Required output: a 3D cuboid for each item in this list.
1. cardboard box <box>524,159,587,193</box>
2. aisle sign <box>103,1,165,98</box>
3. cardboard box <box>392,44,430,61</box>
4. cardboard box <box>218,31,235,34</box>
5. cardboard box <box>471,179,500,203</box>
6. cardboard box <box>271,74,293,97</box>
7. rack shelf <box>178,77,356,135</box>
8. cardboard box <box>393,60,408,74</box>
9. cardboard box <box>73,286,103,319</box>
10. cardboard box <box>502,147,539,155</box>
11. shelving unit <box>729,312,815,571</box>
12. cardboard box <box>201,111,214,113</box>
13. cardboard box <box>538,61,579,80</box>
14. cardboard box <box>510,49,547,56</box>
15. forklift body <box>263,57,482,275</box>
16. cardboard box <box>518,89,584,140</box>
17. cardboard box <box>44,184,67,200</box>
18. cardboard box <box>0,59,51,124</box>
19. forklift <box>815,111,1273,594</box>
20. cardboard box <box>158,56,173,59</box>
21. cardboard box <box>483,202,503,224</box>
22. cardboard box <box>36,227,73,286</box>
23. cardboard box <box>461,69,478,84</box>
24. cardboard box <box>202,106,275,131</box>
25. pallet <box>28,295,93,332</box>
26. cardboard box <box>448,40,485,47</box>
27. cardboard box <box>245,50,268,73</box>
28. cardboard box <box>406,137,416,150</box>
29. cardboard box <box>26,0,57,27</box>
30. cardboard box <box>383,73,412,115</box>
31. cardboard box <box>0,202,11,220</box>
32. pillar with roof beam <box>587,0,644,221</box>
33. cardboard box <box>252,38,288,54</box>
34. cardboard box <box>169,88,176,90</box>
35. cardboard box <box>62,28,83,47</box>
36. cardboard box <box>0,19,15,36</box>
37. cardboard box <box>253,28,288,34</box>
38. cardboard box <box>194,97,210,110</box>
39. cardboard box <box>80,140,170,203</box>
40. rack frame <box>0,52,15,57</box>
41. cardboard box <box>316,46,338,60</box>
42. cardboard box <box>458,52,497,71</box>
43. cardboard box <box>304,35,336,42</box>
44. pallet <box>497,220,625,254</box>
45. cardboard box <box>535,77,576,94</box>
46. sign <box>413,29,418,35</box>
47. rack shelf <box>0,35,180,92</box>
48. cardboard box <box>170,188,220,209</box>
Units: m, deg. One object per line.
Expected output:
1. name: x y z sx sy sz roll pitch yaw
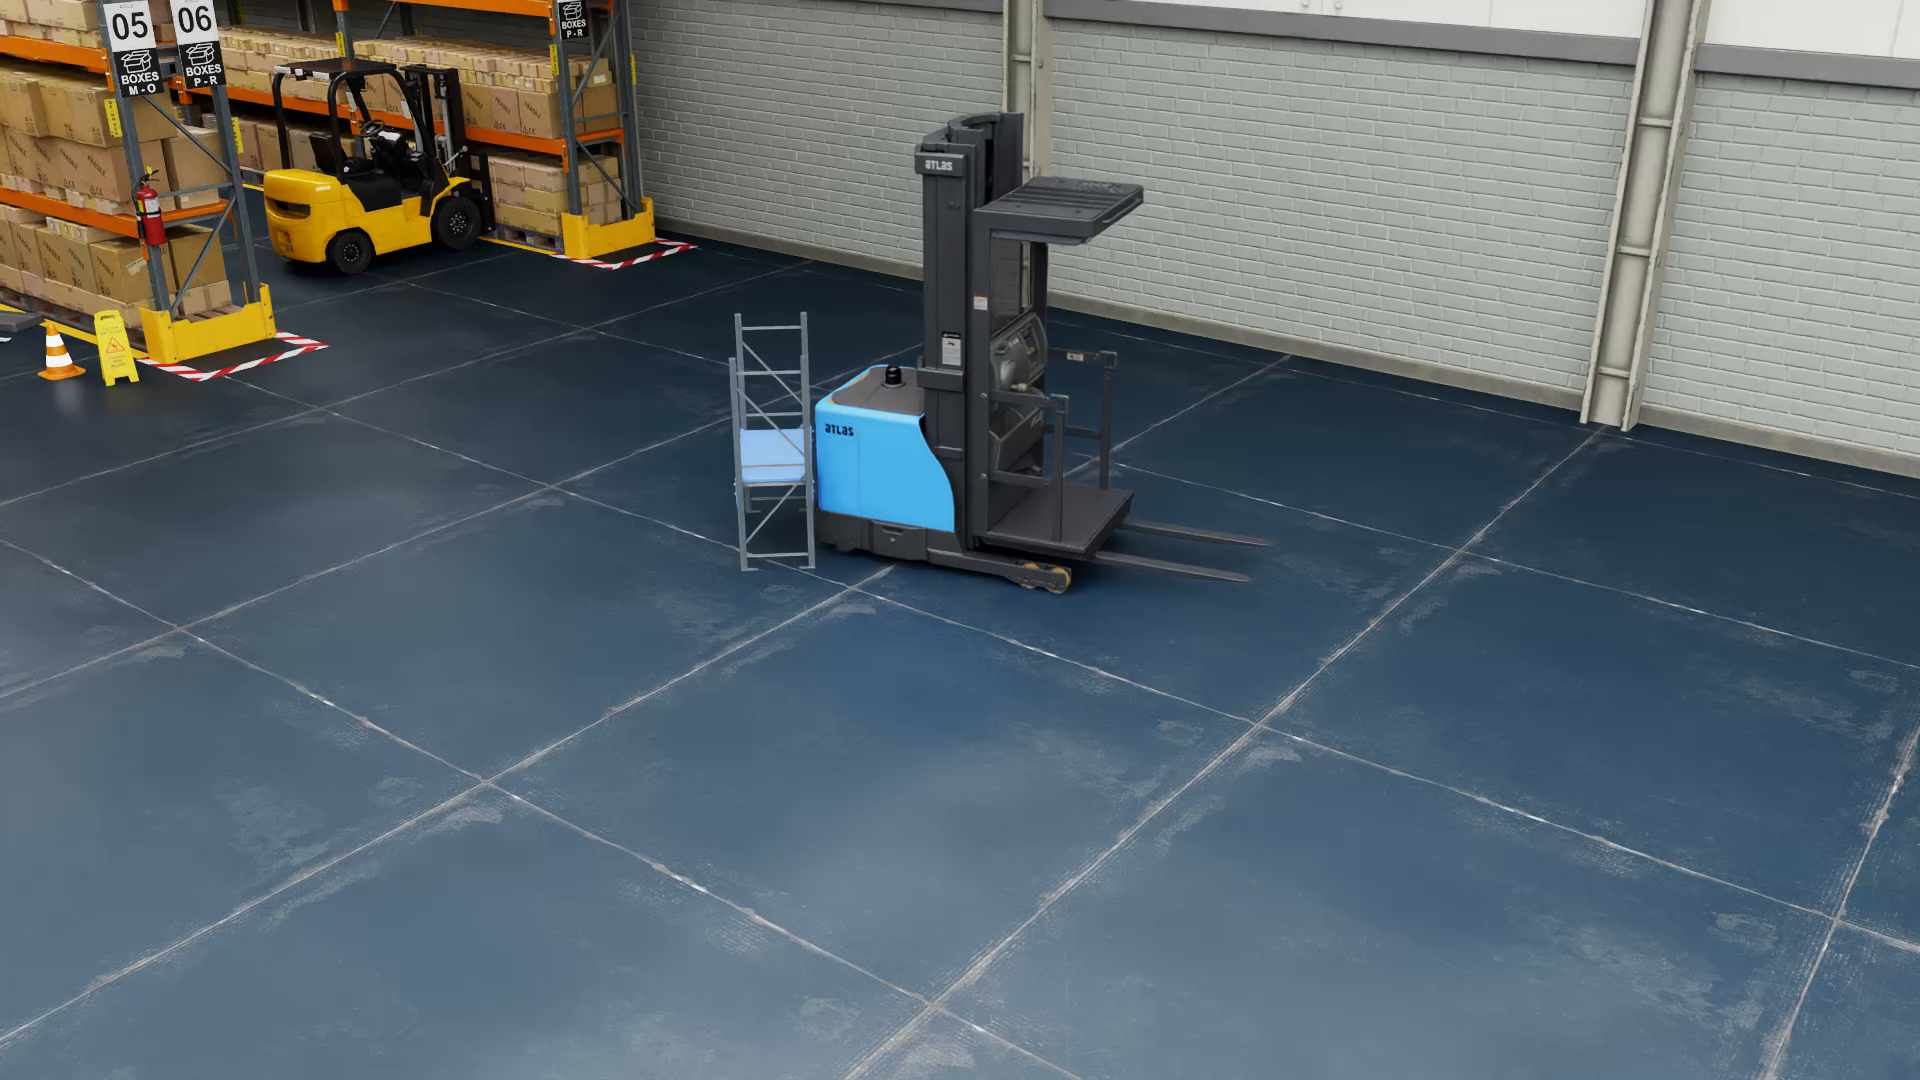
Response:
1. cardboard box: -4.676 -4.213 19.240 0.500 0.250 0.500 18 29 35
2. aisle sign: -7.218 -4.289 14.540 0.004 0.787 0.394 17 29 33
3. cardboard box: -6.626 -5.895 20.113 0.250 0.149 0.380 18 29 34
4. cardboard box: -10.008 -6.798 22.529 0.250 0.149 0.380 18 29 35
5. cardboard box: -5.518 -4.233 19.906 0.500 0.250 0.500 16 28 32
6. cardboard box: -8.666 -5.996 21.825 0.500 0.250 0.500 17 29 34
7. rack shelf: -8.921 -5.932 22.386 4.000 0.370 1.077 17 29 33
8. cardboard box: -6.637 -5.759 20.171 0.250 0.149 0.380 18 29 34
9. cardboard box: -8.312 -2.379 16.317 0.500 0.250 0.500 17 29 33
10. cardboard box: -5.187 -4.623 20.172 0.500 0.250 0.500 17 29 33
11. shelving unit: -1.279 -0.694 11.464 0.538 1.500 1.048 -2 24 -5
12. cardboard box: -10.691 -5.986 24.194 0.500 0.500 0.500 18 30 35
13. cardboard box: -4.533 -5.308 18.779 0.250 0.149 0.380 17 29 33
14. cardboard box: -5.085 -5.693 19.653 0.250 0.149 0.380 18 29 35
15. forklift body: -6.732 -4.292 18.824 1.214 2.155 2.313 17 29 33
16. cardboard box: -4.671 -4.891 19.005 0.500 0.500 0.500 16 28 32
17. cardboard box: -8.587 -3.401 16.061 0.250 0.149 0.380 16 29 33
18. cardboard box: -9.292 -4.378 16.233 0.500 0.500 0.700 16 28 32
19. forklift: 0.573 -1.230 10.907 3.031 2.935 1.130 10 26 21
20. cardboard box: -11.277 -6.857 23.384 0.250 0.149 0.380 17 29 34
21. cardboard box: -5.473 -4.003 20.005 0.500 0.250 0.500 17 29 34
22. cardboard box: -8.711 -2.844 16.444 0.500 0.500 0.500 16 28 32
23. cardboard box: -5.607 -5.449 19.468 0.250 0.149 0.380 17 29 34
24. cardboard box: -10.031 -5.695 23.380 0.625 0.625 0.875 18 29 35
25. pallet: -8.756 -2.453 17.057 1.213 0.211 1.003 17 29 33
26. cardboard box: -6.055 -6.034 20.426 0.250 0.149 0.380 16 29 32
27. cardboard box: -9.081 -6.350 22.007 0.500 0.250 0.500 17 29 34
28. cardboard box: -6.719 -4.824 20.628 0.500 0.250 0.500 17 29 33
29. cardboard box: -8.059 -4.811 15.047 0.500 0.250 0.500 16 29 33
30. cardboard box: -6.696 -5.511 20.414 0.500 0.500 0.500 17 29 34
31. cardboard box: -9.508 -3.346 16.779 0.250 0.149 0.380 18 30 35
32. pillar with roof beam: -6.719 -6.626 15.628 0.400 9.000 9.100 17 29 33
33. cardboard box: -9.026 -6.470 21.785 0.250 0.149 0.380 16 28 32
34. cardboard box: -12.009 -6.691 24.991 0.250 0.149 0.380 16 28 31
35. cardboard box: -7.766 -4.511 14.860 0.250 0.149 0.380 17 29 34
36. cardboard box: -8.803 -4.819 15.558 0.250 0.149 0.380 16 29 33
37. cardboard box: -9.455 -6.928 22.825 0.250 0.149 0.380 16 28 32
38. cardboard box: -10.948 -6.390 24.307 0.250 0.149 0.380 18 29 35
39. cardboard box: -7.694 -3.432 15.327 0.500 0.500 0.500 16 29 32
40. rack frame: -10.295 -4.175 17.506 0.127 3.000 1.000 17 29 33
41. cardboard box: -7.945 -6.188 21.145 0.250 0.149 0.380 16 29 33
42. cardboard box: -5.614 -5.584 19.406 0.250 0.149 0.380 17 29 34
43. cardboard box: -8.462 -6.600 22.081 0.250 0.149 0.380 17 29 33
44. pallet: -4.757 -3.706 19.899 1.213 0.211 1.003 17 29 33
45. cardboard box: -4.566 -5.147 18.782 0.250 0.149 0.380 17 29 34
46. sign: -6.989 -6.390 21.360 0.005 0.325 0.100 17 29 33
47. rack shelf: -8.694 -4.735 15.949 4.000 0.370 1.077 17 29 33
48. cardboard box: -7.242 -3.242 15.700 0.250 0.149 0.380 17 29 33
